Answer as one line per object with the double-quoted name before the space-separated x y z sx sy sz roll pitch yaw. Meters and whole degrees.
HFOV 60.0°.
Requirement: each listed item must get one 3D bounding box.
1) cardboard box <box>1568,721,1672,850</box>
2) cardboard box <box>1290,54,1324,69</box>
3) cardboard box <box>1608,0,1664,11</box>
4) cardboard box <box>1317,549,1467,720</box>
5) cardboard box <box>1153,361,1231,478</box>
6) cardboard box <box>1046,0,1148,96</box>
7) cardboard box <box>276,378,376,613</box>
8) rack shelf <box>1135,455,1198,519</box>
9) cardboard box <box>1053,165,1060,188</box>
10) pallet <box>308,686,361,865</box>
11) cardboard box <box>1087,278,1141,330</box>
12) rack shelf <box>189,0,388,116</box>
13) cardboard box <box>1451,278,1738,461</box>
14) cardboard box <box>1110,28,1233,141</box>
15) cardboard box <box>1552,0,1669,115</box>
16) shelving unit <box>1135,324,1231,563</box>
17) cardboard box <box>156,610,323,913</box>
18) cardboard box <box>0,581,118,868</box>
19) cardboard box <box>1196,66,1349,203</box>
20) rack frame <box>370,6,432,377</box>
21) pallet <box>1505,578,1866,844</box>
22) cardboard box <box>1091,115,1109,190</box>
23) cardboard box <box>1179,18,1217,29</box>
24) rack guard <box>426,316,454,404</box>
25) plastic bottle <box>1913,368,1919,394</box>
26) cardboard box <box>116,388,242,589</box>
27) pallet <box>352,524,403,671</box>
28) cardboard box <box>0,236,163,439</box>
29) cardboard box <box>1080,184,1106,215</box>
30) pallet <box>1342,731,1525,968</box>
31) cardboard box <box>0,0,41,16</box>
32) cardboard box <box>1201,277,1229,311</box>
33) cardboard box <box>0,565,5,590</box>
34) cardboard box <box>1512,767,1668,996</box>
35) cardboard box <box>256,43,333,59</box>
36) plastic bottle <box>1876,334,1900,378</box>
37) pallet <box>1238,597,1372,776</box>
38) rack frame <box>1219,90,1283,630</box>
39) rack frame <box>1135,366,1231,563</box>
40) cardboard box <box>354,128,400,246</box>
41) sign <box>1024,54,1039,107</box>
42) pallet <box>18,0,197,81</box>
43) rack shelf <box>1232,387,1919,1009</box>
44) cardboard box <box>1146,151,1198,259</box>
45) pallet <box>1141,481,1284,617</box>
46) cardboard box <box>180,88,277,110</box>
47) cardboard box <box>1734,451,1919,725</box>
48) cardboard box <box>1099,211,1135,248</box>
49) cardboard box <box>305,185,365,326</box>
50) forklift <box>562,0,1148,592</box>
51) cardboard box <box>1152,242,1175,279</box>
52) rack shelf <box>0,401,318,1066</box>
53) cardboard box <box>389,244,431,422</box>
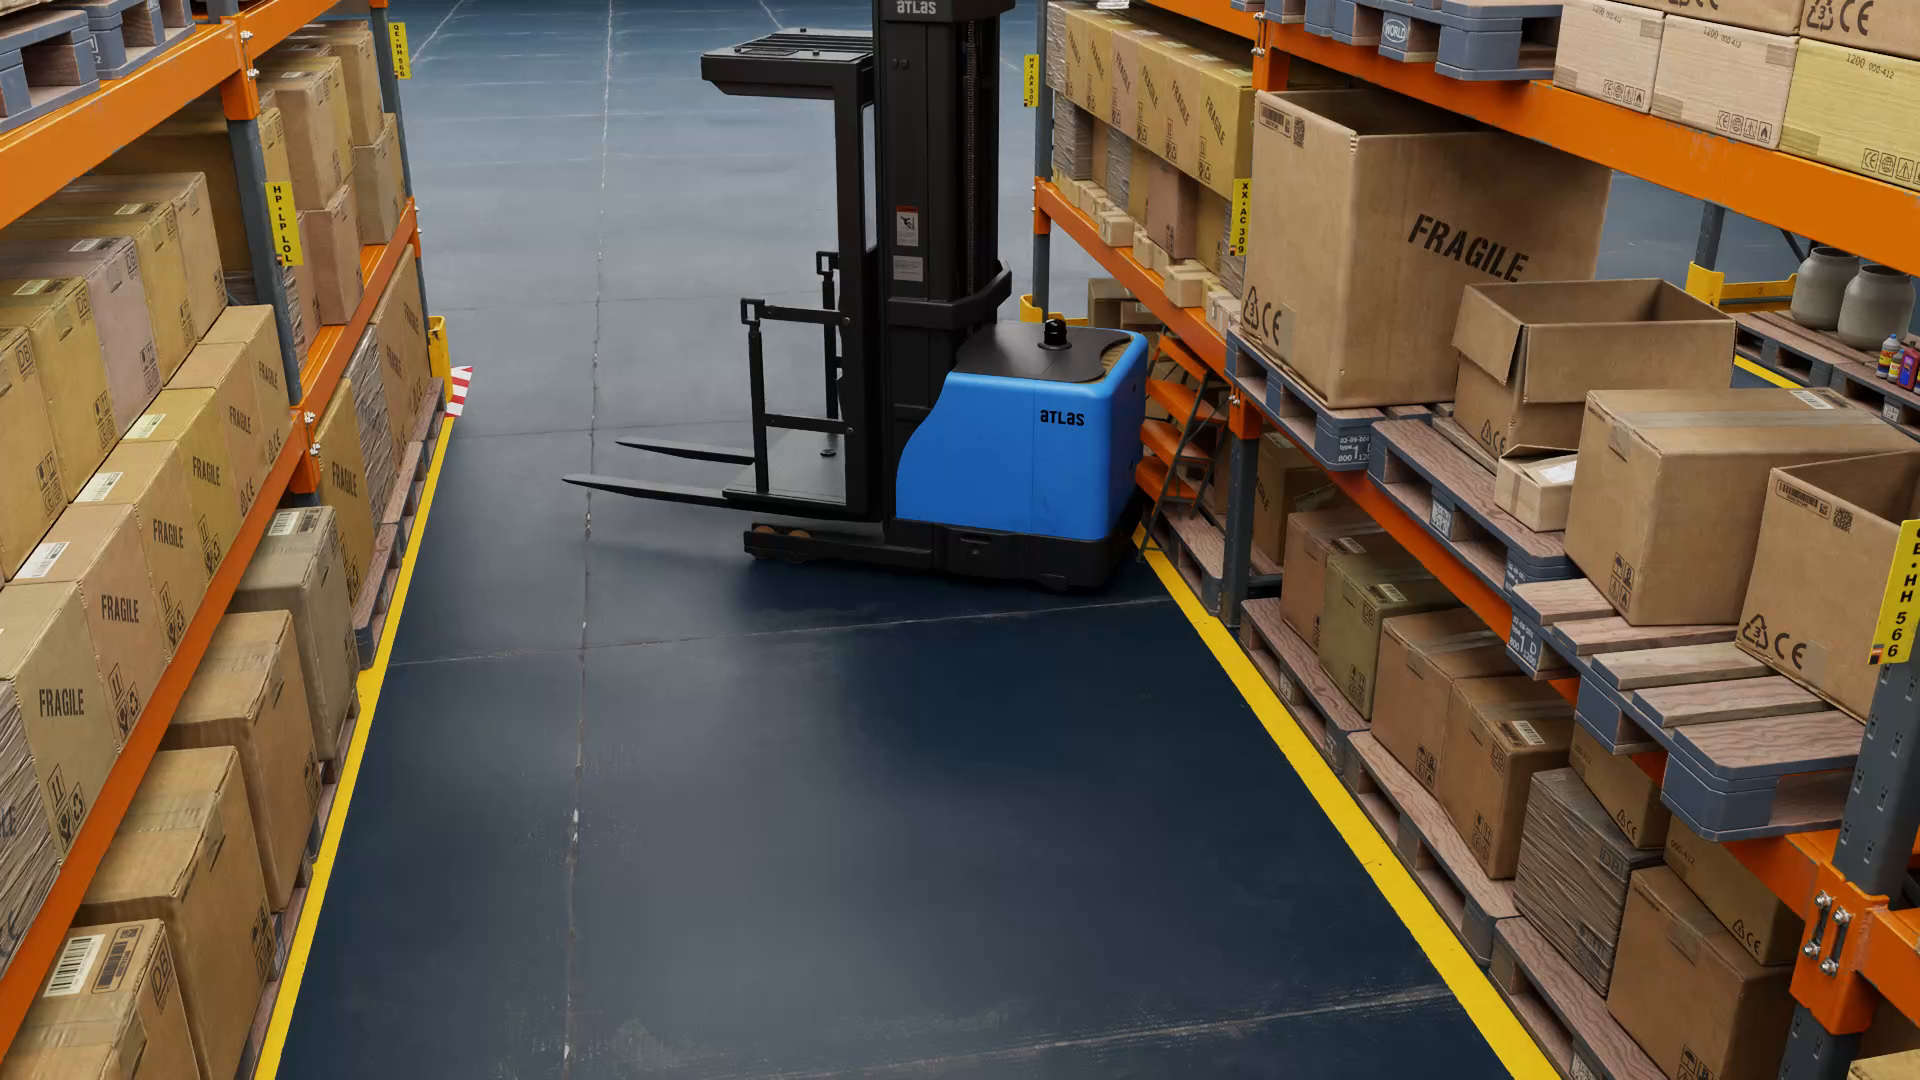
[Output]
"cardboard box" 2.211 0.689 5.061 0.500 0.250 0.500 -2 24 -4
"cardboard box" 1.805 -2.048 7.946 0.500 0.500 0.500 -4 24 -10
"cardboard box" 1.956 -1.657 4.300 0.500 0.500 0.500 -4 24 -9
"cardboard box" 1.895 0.361 6.750 0.700 0.500 0.500 -4 24 -10
"cardboard box" 1.393 -0.686 9.170 0.500 0.500 0.500 -6 24 -14
"cardboard box" 0.827 -2.992 10.108 0.500 0.500 0.500 -4 24 -10
"cardboard box" -3.208 -0.159 7.497 0.875 0.875 0.875 -4 24 -9
"rack shelf" 1.010 -0.285 8.590 0.258 0.148 0.480 6 26 -27
"cardboard box" 0.811 -2.344 10.682 0.380 0.149 0.250 -4 24 -10
"pallet" -2.944 0.888 6.453 1.003 0.211 1.213 -4 24 -10
"cardboard box" 1.092 -1.389 10.780 0.500 0.500 0.500 0 24 0
"rack shelf" -3.530 -2.520 7.922 1.077 0.370 4.000 -4 24 -10
"cardboard box" 2.144 -0.580 5.677 0.797 0.503 0.637 -2 24 -4
"cardboard box" 1.105 -2.402 8.757 0.500 0.500 0.500 -4 24 -10
"cardboard box" 1.948 -1.308 4.438 0.500 0.250 0.500 -4 24 -8
"shelving unit" 1.086 -0.518 8.488 0.258 1.200 0.503 6 26 -27
"cardboard box" -2.783 0.768 5.530 1.050 0.750 0.750 -4 24 -10
"cardboard box" -2.335 0.443 3.862 0.500 0.500 0.500 -5 24 -10
"cardboard box" 1.379 -1.812 7.406 0.500 0.500 0.500 -4 24 -10
"rack frame" -3.900 -2.261 10.180 1.000 3.000 0.127 -4 24 -10
"pallet" 2.236 0.374 4.387 1.213 0.211 1.003 -4 24 -10
"cardboard box" 1.278 -2.365 9.920 0.875 0.500 0.500 -4 24 -10
"cardboard box" 1.526 -2.638 9.296 0.500 0.500 0.500 -4 24 -10
"rack guard" -3.905 -1.125 10.702 1.175 0.500 0.348 -4 24 -10
"plastic bottle" 5.953 -1.035 10.232 0.097 0.271 0.097 0 24 0
"cardboard box" -2.614 -0.151 5.222 0.500 0.500 0.500 -4 24 -9
"pallet" -3.224 0.285 7.834 1.003 0.211 1.213 -4 24 -10
"cardboard box" -2.873 -0.596 4.993 0.700 0.500 0.500 -4 24 -9
"cardboard box" 0.937 -2.048 10.005 0.380 0.149 0.250 -4 24 -10
"pallet" 2.107 1.050 6.083 1.003 0.211 1.213 -4 24 -10
"cardboard box" -2.526 -1.387 3.891 0.500 0.311 0.500 -5 24 -11
"cardboard box" 1.380 -1.165 7.983 0.380 0.149 0.250 -4 24 -10
"cardboard box" -2.589 0.005 3.616 0.700 0.500 0.500 -5 24 -11
"cardboard box" 2.214 1.023 5.234 0.700 0.500 0.500 -6 24 -14
"cardboard box" -3.707 -2.236 8.586 0.875 0.550 0.550 -4 24 -10
"plastic bottle" 5.890 -1.170 10.541 0.097 0.271 0.097 0 24 0
"pallet" 1.878 0.569 7.184 1.003 0.211 1.213 -4 24 -10
"rack frame" 1.733 -1.015 7.327 1.000 3.000 0.127 -4 24 -10
"rack frame" 1.174 -0.403 8.292 0.240 1.200 0.015 6 26 -27
"cardboard box" -3.664 -1.973 9.332 0.875 0.550 0.550 -4 24 -10
"sign" 0.460 -2.945 10.664 0.100 0.325 0.005 -4 24 -10
"pallet" -2.942 -1.618 5.198 0.805 0.209 1.217 -5 24 -12
"rack shelf" 2.103 0.101 5.670 1.077 0.370 4.000 -4 24 -10
"cardboard box" 1.461 -1.767 8.552 0.875 0.500 0.500 -4 24 -10
"pallet" 1.574 0.001 8.484 1.003 0.211 1.213 -4 24 -10
"cardboard box" -3.411 -1.607 7.145 0.875 0.550 0.550 -4 24 -10
"cardboard box" 2.333 0.110 4.100 0.500 0.500 0.500 -7 25 -16
"cardboard box" 0.994 -1.747 9.315 0.380 0.149 0.250 -4 24 -10
"cardboard box" -3.349 -1.337 7.875 0.875 0.550 0.550 -4 24 -10
"forklift" -0.600 -1.417 8.332 3.031 2.935 1.130 7 25 16
"cardboard box" 1.222 -1.458 8.655 0.380 0.149 0.250 -4 24 -10
"rack shelf" -2.791 0.428 4.920 1.077 0.370 4.000 -4 24 -10
"cardboard box" -3.710 -1.218 9.921 0.875 0.875 0.875 -4 24 -9
